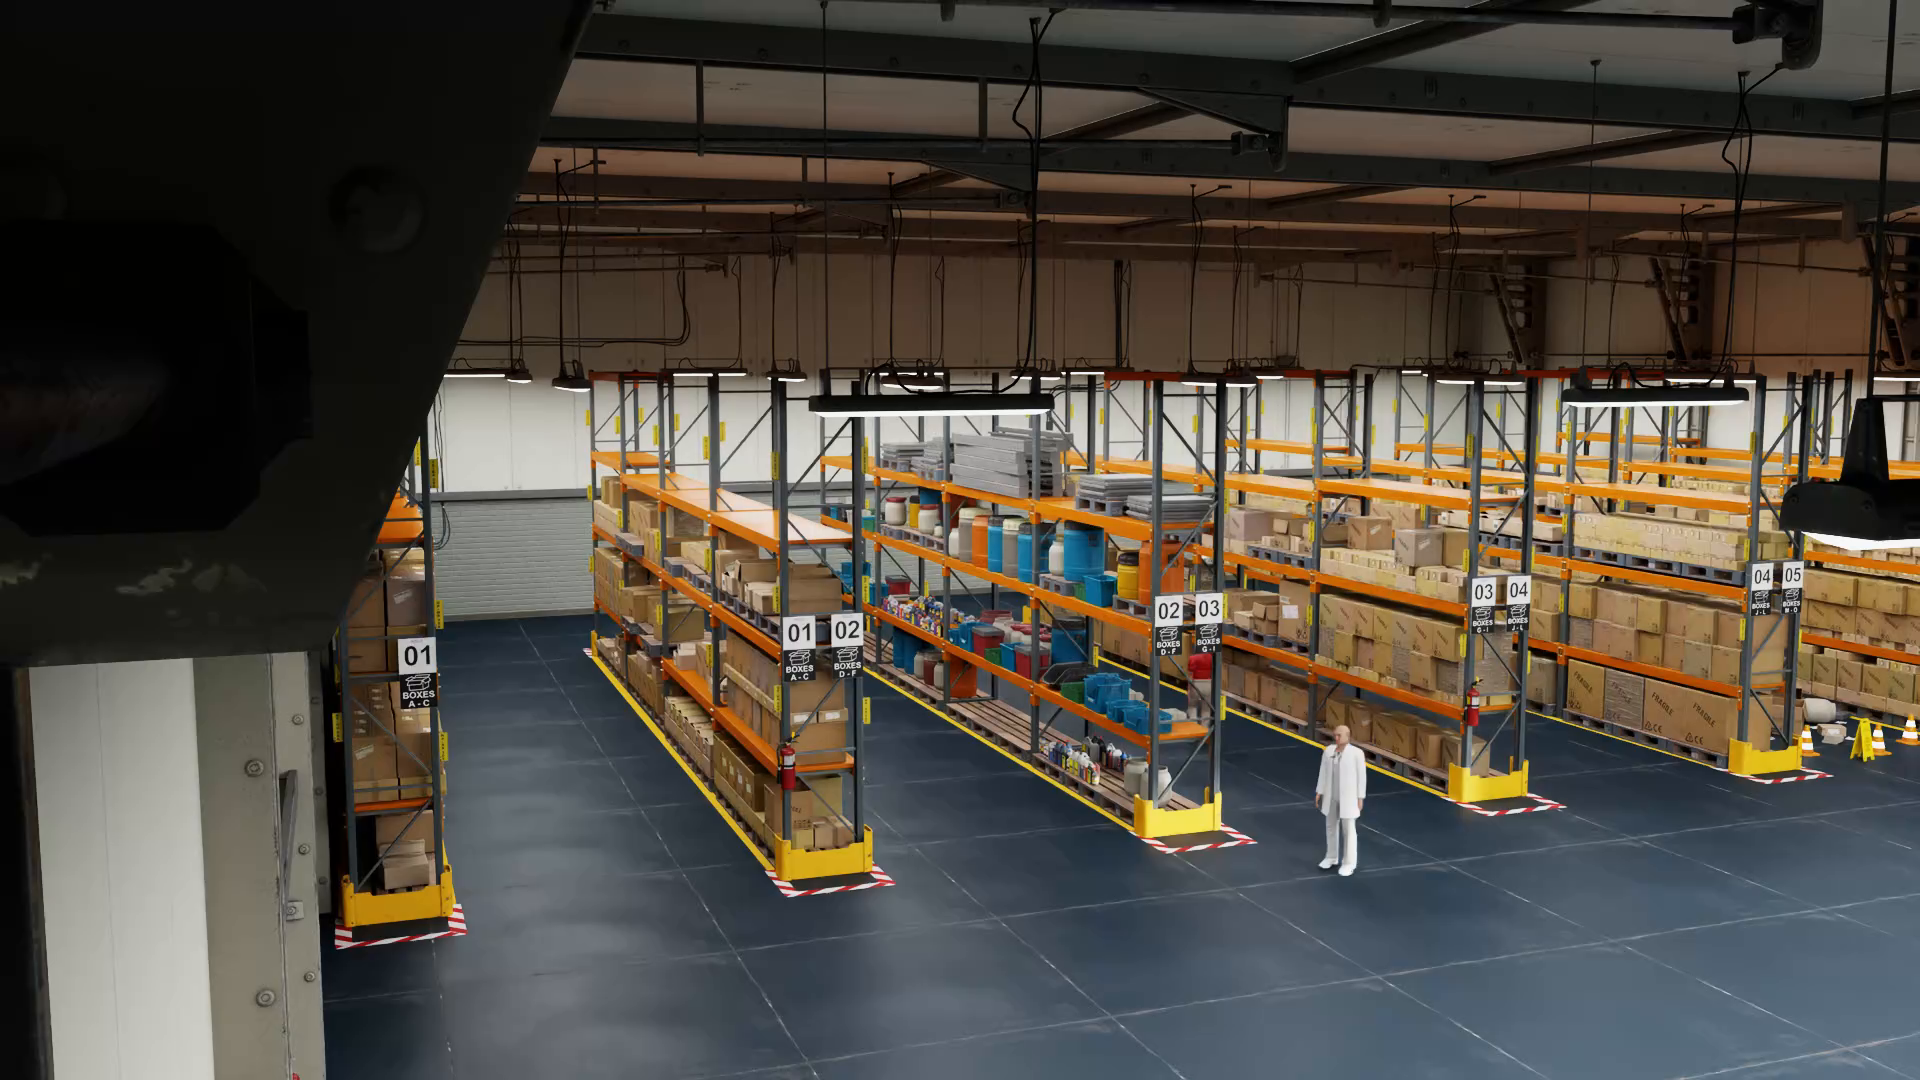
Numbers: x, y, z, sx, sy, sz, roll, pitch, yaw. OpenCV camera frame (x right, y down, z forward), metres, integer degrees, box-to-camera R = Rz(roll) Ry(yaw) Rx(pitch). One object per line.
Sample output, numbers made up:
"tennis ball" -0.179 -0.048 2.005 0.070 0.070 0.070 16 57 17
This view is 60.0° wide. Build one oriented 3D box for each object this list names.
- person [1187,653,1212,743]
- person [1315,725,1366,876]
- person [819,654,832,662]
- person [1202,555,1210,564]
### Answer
"person" 3.974 2.457 27.112 0.530 1.753 0.472 2 7 15
"person" 4.644 3.177 20.433 0.622 1.808 0.417 6 8 41
"person" -2.193 2.460 27.159 0.458 1.762 0.648 -1 6 -10
"person" 5.933 0.874 41.204 0.944 1.729 0.579 -2 7 -18
